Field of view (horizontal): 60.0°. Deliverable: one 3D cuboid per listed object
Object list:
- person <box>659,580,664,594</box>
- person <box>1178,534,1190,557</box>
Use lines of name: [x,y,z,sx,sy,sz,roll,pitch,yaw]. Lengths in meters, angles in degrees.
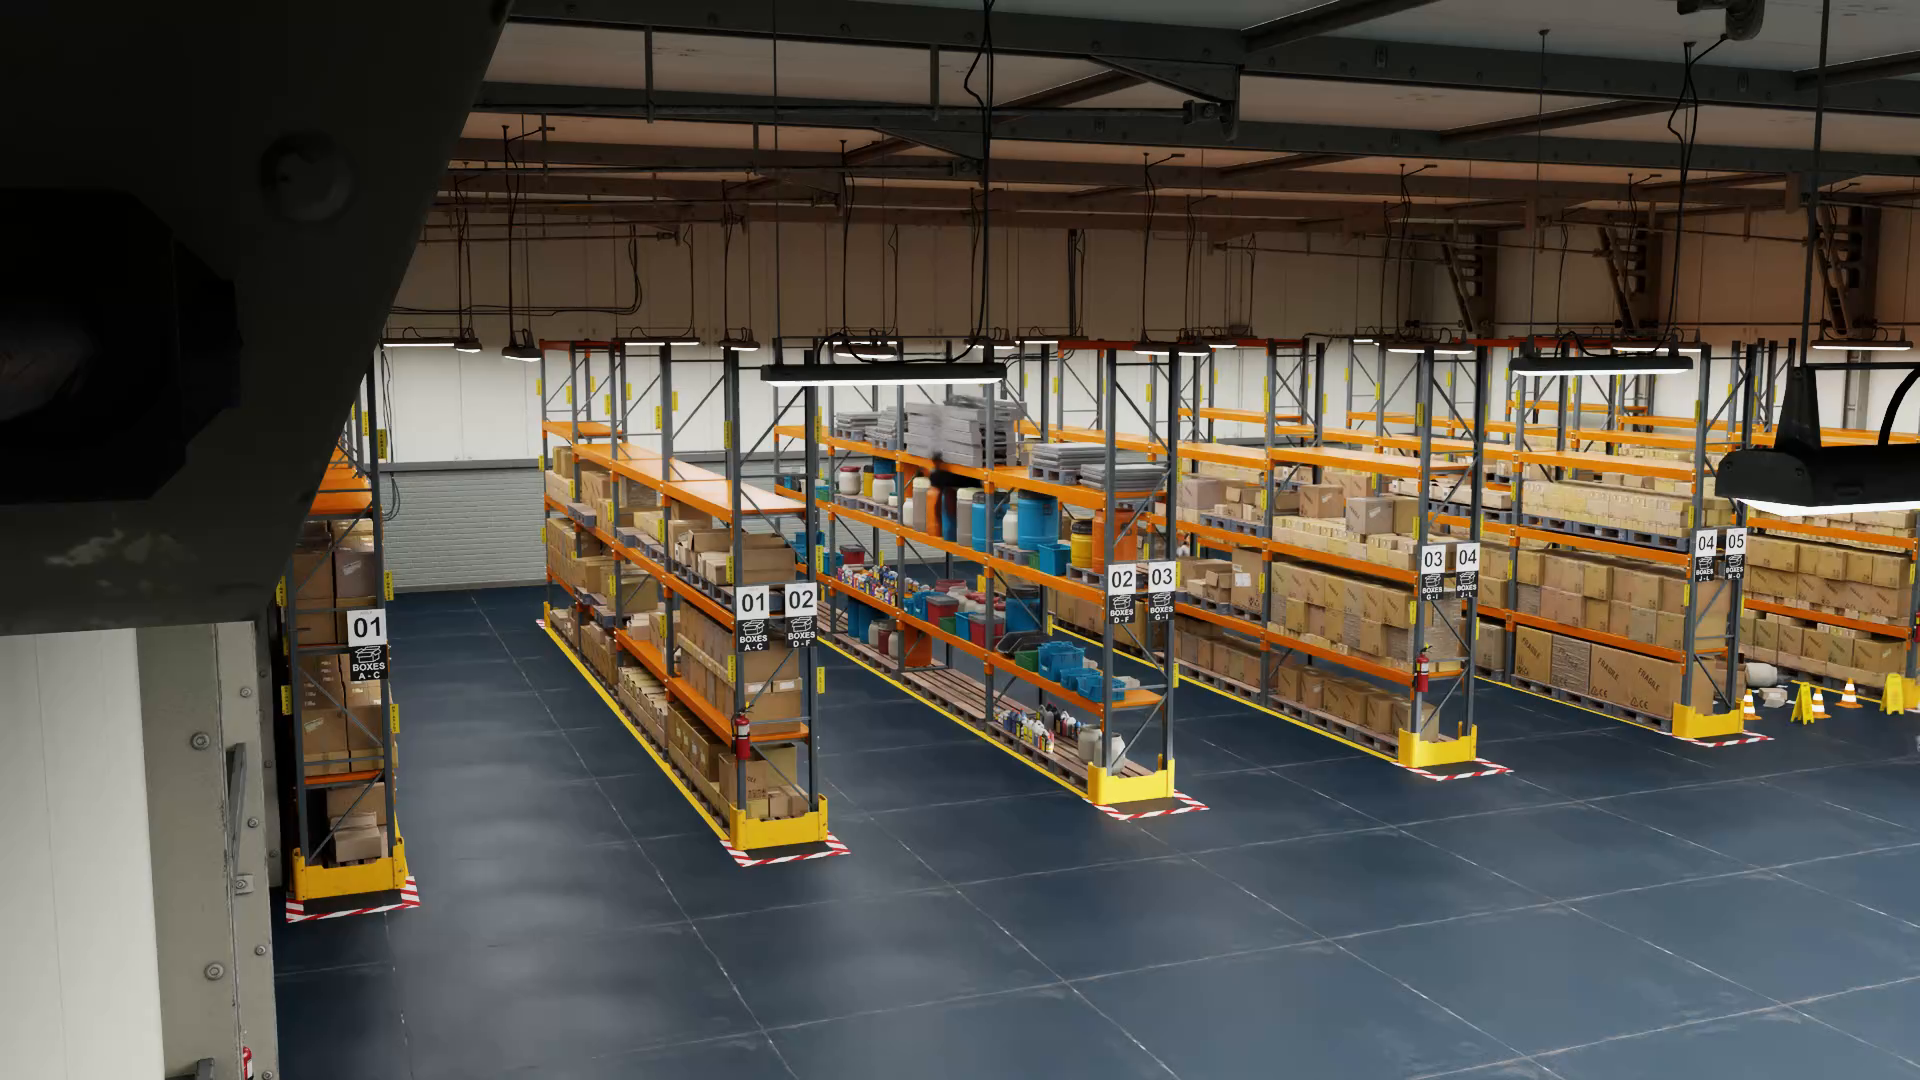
person: [-6.159,0.949,35.069,0.740,1.783,0.657,7,10,43]
person: [5.051,0.671,36.995,0.564,1.653,0.955,-3,8,-20]
